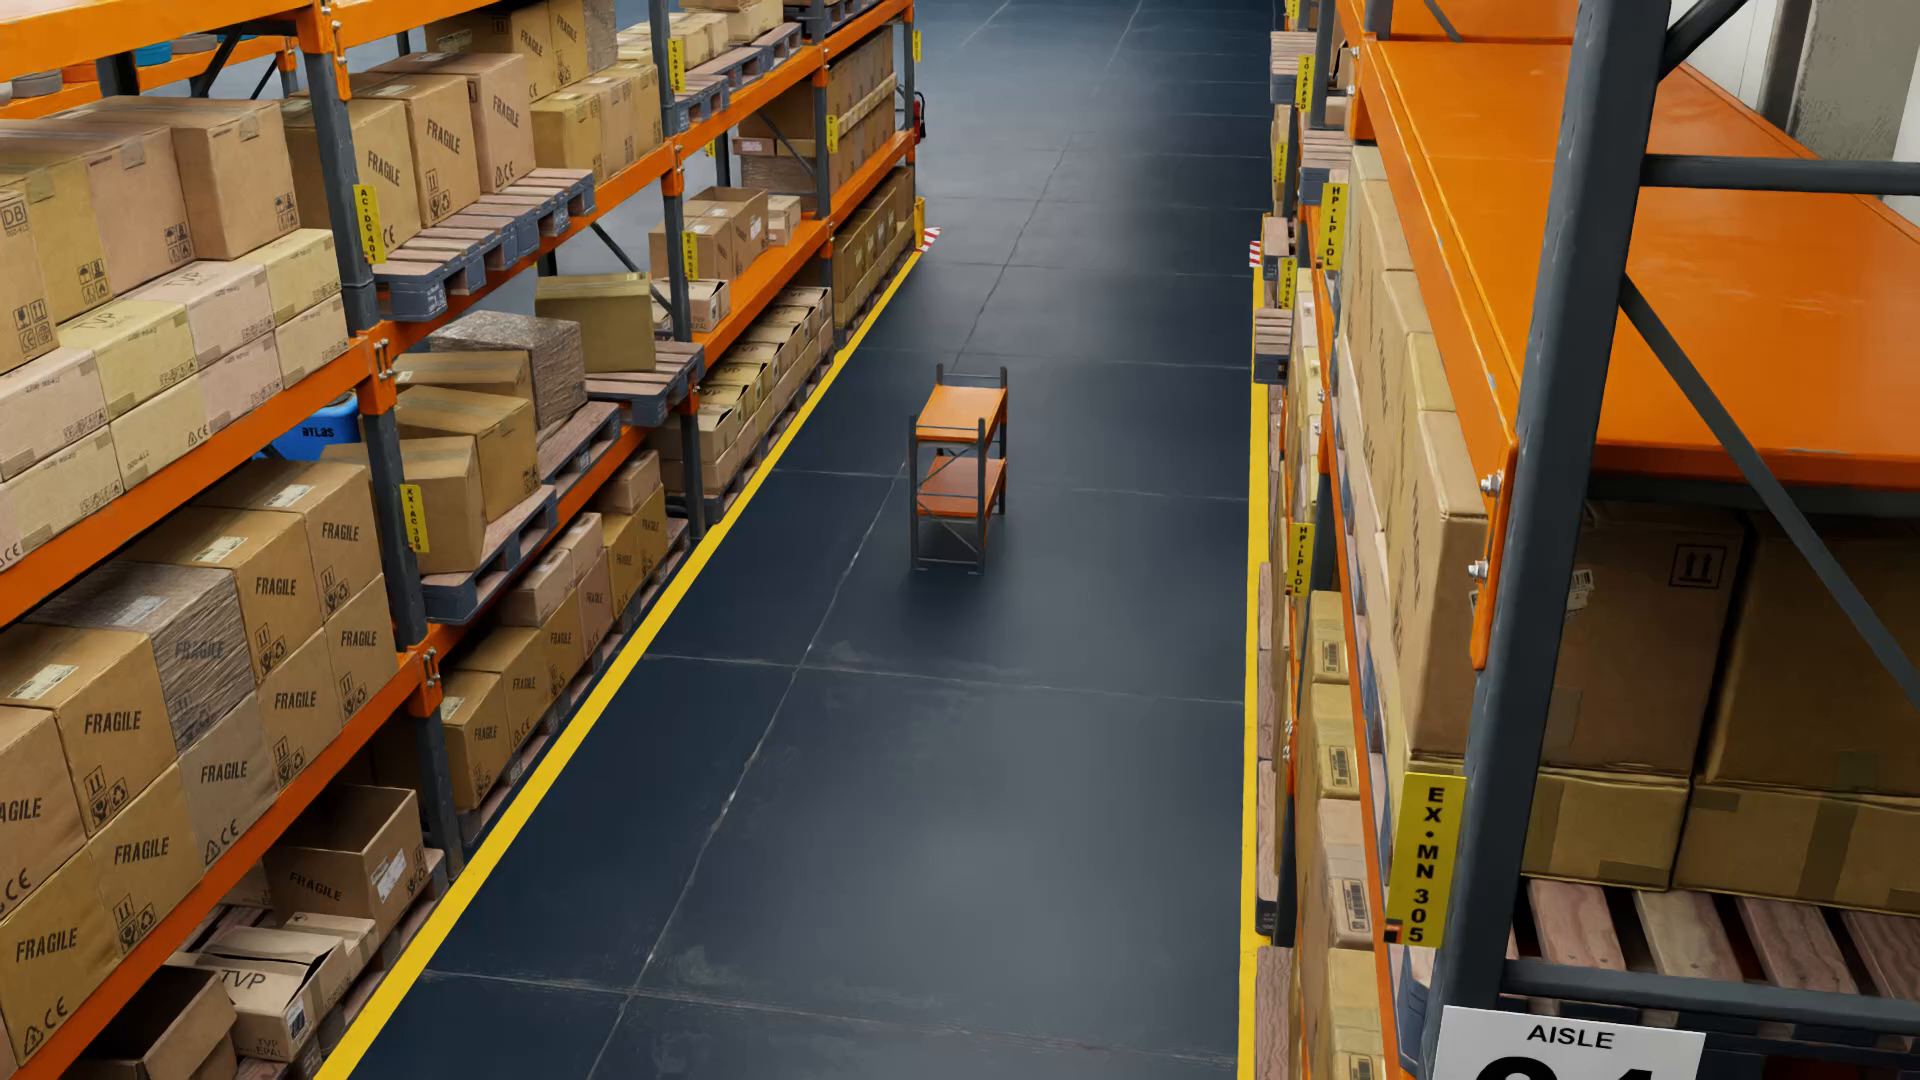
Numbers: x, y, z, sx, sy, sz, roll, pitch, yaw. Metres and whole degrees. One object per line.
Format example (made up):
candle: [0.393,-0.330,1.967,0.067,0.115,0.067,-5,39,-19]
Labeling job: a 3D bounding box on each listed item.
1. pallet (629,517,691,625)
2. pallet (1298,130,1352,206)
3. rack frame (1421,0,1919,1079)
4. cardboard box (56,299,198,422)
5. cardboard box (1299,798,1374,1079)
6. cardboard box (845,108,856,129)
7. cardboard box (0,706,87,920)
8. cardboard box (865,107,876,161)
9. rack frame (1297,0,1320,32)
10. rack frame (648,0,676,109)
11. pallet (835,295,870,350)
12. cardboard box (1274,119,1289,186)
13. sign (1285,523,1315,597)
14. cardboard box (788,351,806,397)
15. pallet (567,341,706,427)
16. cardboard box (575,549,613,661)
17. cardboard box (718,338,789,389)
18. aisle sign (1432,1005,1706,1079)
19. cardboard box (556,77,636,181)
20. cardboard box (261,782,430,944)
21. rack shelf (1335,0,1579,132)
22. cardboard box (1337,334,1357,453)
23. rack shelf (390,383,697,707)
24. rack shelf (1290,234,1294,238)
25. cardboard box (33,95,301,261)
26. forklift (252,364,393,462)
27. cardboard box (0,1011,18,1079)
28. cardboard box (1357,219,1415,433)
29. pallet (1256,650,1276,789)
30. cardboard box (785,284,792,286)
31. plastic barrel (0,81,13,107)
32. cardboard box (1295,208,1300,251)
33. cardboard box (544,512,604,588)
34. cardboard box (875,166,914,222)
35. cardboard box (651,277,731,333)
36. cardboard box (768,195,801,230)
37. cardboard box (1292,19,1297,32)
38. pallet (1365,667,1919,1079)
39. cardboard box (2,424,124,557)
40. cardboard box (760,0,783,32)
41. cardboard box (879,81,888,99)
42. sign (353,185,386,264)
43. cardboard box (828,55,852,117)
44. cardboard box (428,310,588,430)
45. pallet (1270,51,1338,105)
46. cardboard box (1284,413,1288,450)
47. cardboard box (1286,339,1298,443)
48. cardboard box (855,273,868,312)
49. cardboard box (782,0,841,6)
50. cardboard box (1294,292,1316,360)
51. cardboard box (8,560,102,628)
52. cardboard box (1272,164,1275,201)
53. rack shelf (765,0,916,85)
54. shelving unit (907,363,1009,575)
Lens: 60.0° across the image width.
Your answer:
pallet: [-2.470,0.163,11.154,1.003,0.211,1.213,4,25,9]
pallet: [2.525,-2.068,9.315,1.213,0.211,1.003,5,26,11]
rack frame: [1.270,-0.440,2.074,1.000,3.000,0.127,4,25,9]
cardboard box: [-2.945,-0.614,5.573,0.500,0.250,0.500,4,25,9]
cardboard box: [1.585,1.304,5.071,0.980,0.700,0.700,3,25,6]
cardboard box: [-1.215,-4.060,16.003,0.380,0.149,0.250,3,25,7]
cardboard box: [-3.120,0.842,5.115,0.500,0.500,0.500,4,25,9]
cardboard box: [-1.260,-4.180,17.023,0.700,0.500,0.500,4,25,9]
rack frame: [3.231,-5.458,12.797,1.000,3.000,0.127,4,25,9]
rack frame: [-2.310,-4.127,9.952,1.000,3.000,0.127,4,25,9]
pallet: [-1.485,-2.150,16.094,1.003,0.211,1.213,4,25,9]
cardboard box: [3.079,-3.450,14.852,0.500,0.500,0.500,4,25,8]
sign: [1.387,0.082,6.763,0.100,0.325,0.005,4,25,9]
cardboard box: [-1.606,-1.409,13.970,0.500,0.250,0.500,5,25,10]
pallet: [-2.352,-1.035,10.649,1.213,0.211,1.003,4,25,9]
cardboard box: [-2.396,0.367,9.858,0.500,0.500,0.500,3,25,7]
cardboard box: [-1.688,-1.456,13.409,0.500,0.311,0.500,4,25,8]
aisle sign: [0.962,1.109,2.775,0.394,0.787,0.004,4,25,9]
cardboard box: [-2.432,-2.416,9.717,0.910,0.500,0.500,4,25,9]
cardboard box: [-2.777,1.454,7.536,0.500,0.500,0.500,4,25,9]
rack shelf: [2.251,-2.442,7.673,1.077,0.370,4.000,4,25,9]
cardboard box: [1.453,-0.439,5.174,0.500,0.250,0.500,3,25,7]
rack shelf: [-2.637,-0.248,9.590,1.077,0.370,4.000,4,25,9]
rack shelf: [3.558,-3.252,16.008,1.077,0.370,4.000,4,25,9]
cardboard box: [-3.006,-1.388,6.341,0.700,0.500,0.500,4,25,9]
forklift: [-5.545,-1.465,11.422,3.031,2.935,1.130,1,25,3]
cardboard box: [-3.206,1.507,4.874,0.500,0.500,0.500,4,25,8]
cardboard box: [1.377,-0.560,4.549,0.500,0.500,0.500,4,25,9]
pallet: [2.173,1.028,9.305,1.003,0.211,1.213,4,25,9]
cardboard box: [-1.796,-2.237,15.739,0.500,0.250,0.500,4,25,9]
plastic barrel: [-6.843,-3.273,11.533,0.421,0.512,0.421,0,25,0]
cardboard box: [3.016,-2.542,13.006,0.700,0.500,0.500,7,26,14]
cardboard box: [-2.400,0.043,9.666,0.500,0.250,0.500,4,25,8]
cardboard box: [-0.797,-3.796,18.184,0.500,0.500,0.500,4,25,9]
cardboard box: [-1.973,-1.730,12.014,0.500,0.311,0.500,4,25,8]
cardboard box: [-1.694,-2.806,14.384,0.500,0.250,0.500,6,26,12]
cardboard box: [3.165,-4.593,14.345,0.500,0.500,0.500,2,25,4]
pallet: [1.381,0.648,3.393,1.003,0.211,1.213,4,25,9]
cardboard box: [-3.033,-0.179,5.233,0.500,0.250,0.500,4,25,9]
cardboard box: [-1.767,-4.307,13.556,0.500,0.250,0.500,7,26,14]
cardboard box: [-0.960,-4.705,17.381,0.380,0.149,0.250,4,25,8]
sign: [-2.427,-1.295,6.831,0.100,0.325,0.005,4,25,9]
cardboard box: [-1.426,-4.323,15.798,0.700,0.500,0.500,4,25,8]
cardboard box: [-2.640,-1.005,9.746,0.700,0.500,0.500,9,27,18]
pallet: [2.859,-3.330,12.009,1.213,0.211,1.003,4,25,9]
cardboard box: [2.118,-0.632,9.835,0.380,0.149,0.250,5,26,10]
cardboard box: [2.151,-0.854,9.543,0.500,0.500,0.500,5,26,10]
cardboard box: [-1.195,-2.410,16.108,0.500,0.250,0.500,4,25,9]
cardboard box: [-1.314,-4.933,14.434,0.500,0.500,0.500,6,26,13]
cardboard box: [2.162,-1.200,9.399,0.500,0.250,0.500,4,25,8]
cardboard box: [-3.487,0.373,6.117,0.500,0.500,0.500,3,25,7]
cardboard box: [3.166,-3.321,15.460,0.500,0.250,0.500,4,25,8]
rack shelf: [-1.330,-4.952,16.102,1.077,0.370,4.000,4,25,9]
shelving unit: [-0.001,-0.507,11.505,0.538,1.125,1.048,4,25,9]
